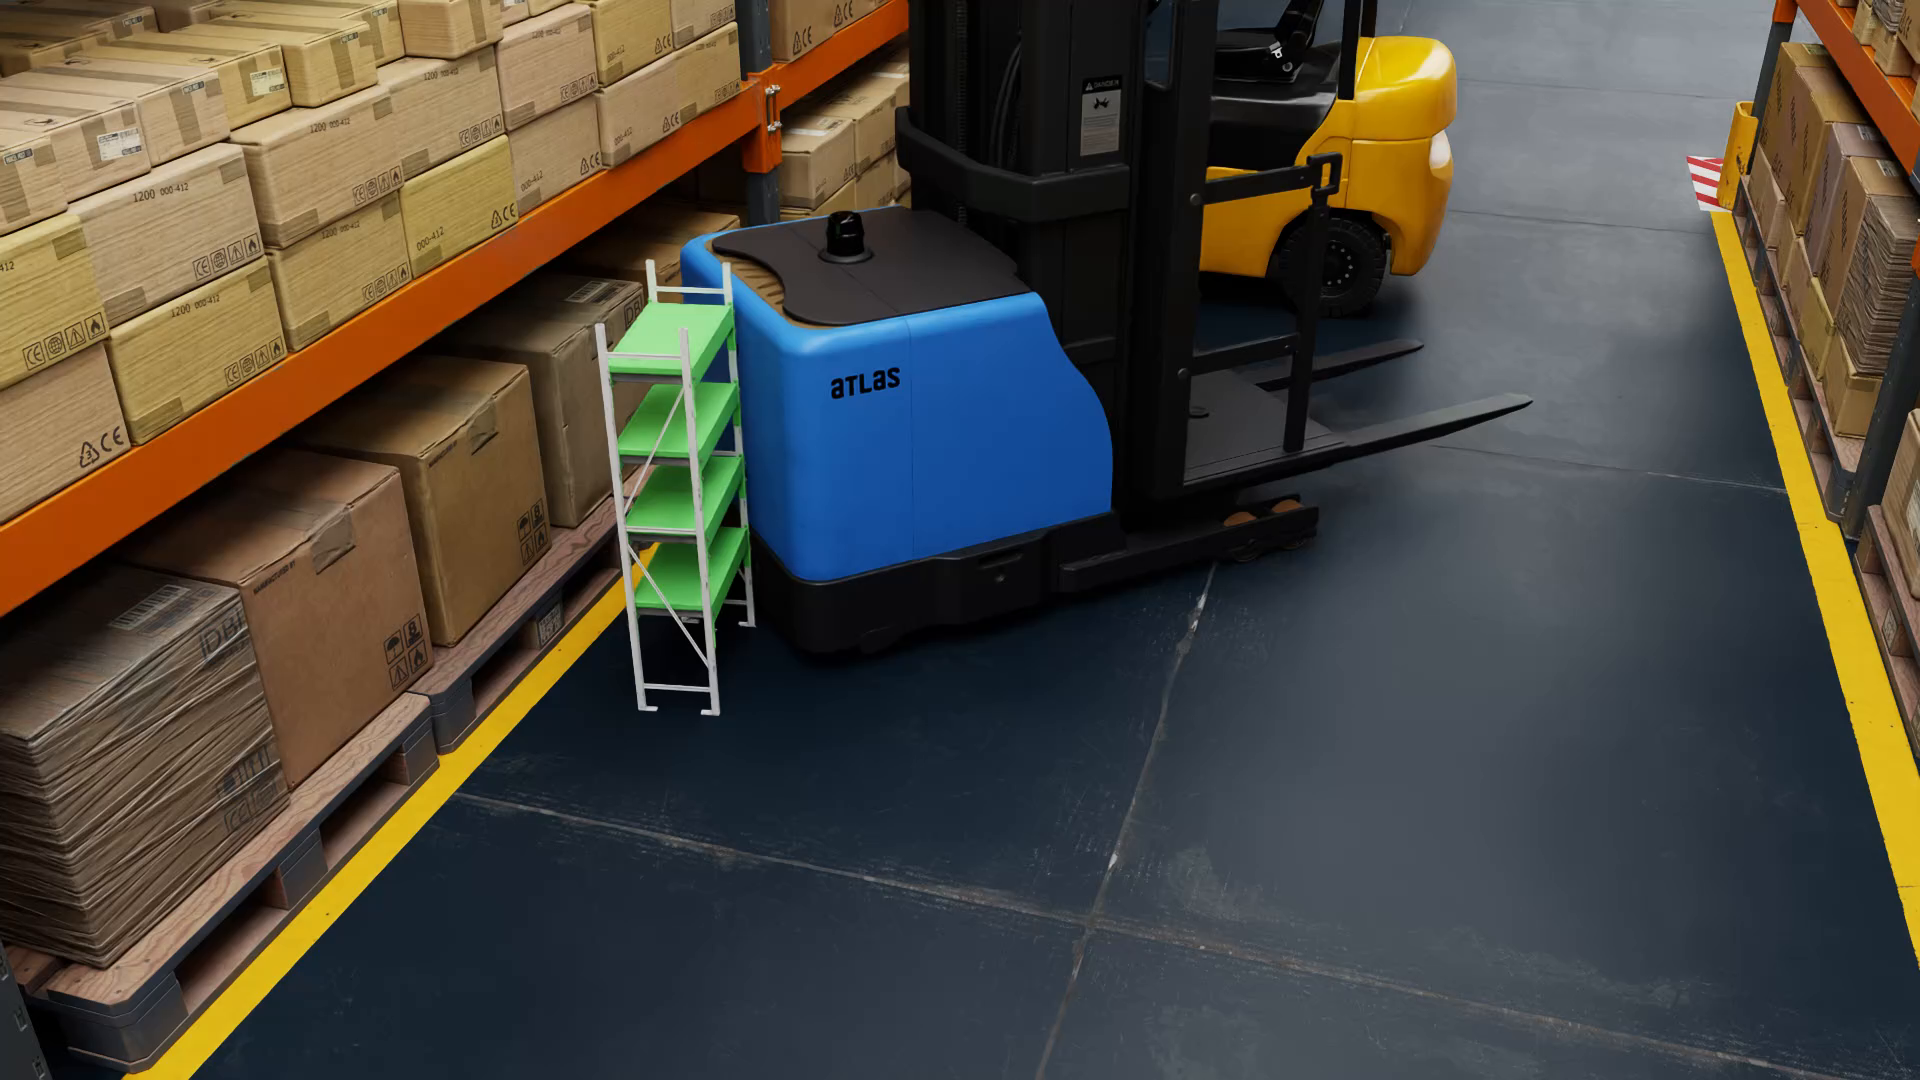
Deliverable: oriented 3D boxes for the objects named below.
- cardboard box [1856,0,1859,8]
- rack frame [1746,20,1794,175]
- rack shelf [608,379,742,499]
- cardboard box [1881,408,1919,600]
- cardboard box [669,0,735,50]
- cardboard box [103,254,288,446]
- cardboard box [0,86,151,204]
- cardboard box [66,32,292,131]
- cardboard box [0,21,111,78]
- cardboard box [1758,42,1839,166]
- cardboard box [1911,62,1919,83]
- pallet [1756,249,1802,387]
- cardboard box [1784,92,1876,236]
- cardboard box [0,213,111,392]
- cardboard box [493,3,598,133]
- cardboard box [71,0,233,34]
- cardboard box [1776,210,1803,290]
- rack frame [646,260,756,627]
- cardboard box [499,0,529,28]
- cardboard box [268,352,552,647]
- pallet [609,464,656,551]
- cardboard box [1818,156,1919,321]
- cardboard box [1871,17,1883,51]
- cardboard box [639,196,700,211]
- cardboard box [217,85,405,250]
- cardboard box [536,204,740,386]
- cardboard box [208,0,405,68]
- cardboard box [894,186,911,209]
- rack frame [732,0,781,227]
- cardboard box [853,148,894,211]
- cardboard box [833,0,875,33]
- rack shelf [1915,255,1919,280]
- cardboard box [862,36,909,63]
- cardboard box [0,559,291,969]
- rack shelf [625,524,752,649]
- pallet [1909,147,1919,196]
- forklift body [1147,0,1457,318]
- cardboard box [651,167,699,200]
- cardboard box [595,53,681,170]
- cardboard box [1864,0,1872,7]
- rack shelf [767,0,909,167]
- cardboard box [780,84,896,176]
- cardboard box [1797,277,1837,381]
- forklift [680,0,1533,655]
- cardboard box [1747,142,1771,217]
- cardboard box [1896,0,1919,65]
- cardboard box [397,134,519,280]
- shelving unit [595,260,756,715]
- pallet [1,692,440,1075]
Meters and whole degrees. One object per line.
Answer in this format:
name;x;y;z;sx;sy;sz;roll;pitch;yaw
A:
cardboard box;4.028;-2.284;7.028;0.380;0.149;0.250;10;30;17
rack frame;4.724;-3.121;8.274;1.000;3.000;0.127;8;30;15
rack shelf;-0.793;-0.296;4.685;0.258;0.148;0.480;3;29;5
cardboard box;3.398;-0.053;5.031;0.950;0.372;0.625;9;30;16
cardboard box;-1.096;-1.857;5.642;0.500;0.250;0.500;8;30;14
cardboard box;-1.854;-0.448;3.625;0.500;0.250;0.500;8;30;14
cardboard box;-1.867;-0.790;3.315;0.380;0.149;0.250;9;30;16
cardboard box;-1.757;-1.034;3.754;0.380;0.149;0.250;9;30;15
cardboard box;-2.207;-1.100;3.872;0.380;0.149;0.250;8;30;15
cardboard box;4.217;-2.084;8.035;0.500;0.500;0.500;7;30;13
cardboard box;3.657;-1.686;5.953;0.380;0.149;0.250;8;30;14
pallet;4.070;-0.929;7.203;1.003;0.211;1.213;8;30;15
cardboard box;3.912;-1.608;7.181;0.500;0.500;0.500;9;30;16
cardboard box;-1.983;-0.430;3.078;0.500;0.250;0.500;8;30;15
cardboard box;-1.396;-1.380;4.785;0.500;0.250;0.500;9;30;16
cardboard box;-2.036;-1.333;4.291;0.380;0.149;0.250;9;30;16
cardboard box;3.918;-1.276;7.354;0.500;0.250;0.500;11;31;18
rack frame;-0.768;-0.260;4.983;0.240;1.200;0.015;3;29;5
cardboard box;-1.431;-1.507;4.604;0.380;0.149;0.250;9;30;15
cardboard box;-1.792;-0.161;4.964;0.875;0.625;0.625;7;30;13
pallet;-1.375;-0.402;6.255;1.003;0.211;1.213;8;30;15
cardboard box;3.615;-1.121;6.305;0.500;0.500;0.500;9;30;16
cardboard box;3.752;-1.932;6.396;0.380;0.149;0.250;8;30;14
cardboard box;-1.249;-1.424;7.107;0.500;0.250;0.500;8;30;14
cardboard box;-1.687;-0.907;3.935;0.500;0.250;0.500;8;30;14
cardboard box;-1.339;-0.870;6.239;0.875;0.625;0.625;10;31;17
cardboard box;-1.642;-1.279;4.193;0.380;0.149;0.250;8;30;15
cardboard box;-0.467;-1.607;7.950;0.500;0.250;0.500;9;30;16
rack frame;-1.196;-1.968;6.203;1.000;3.000;0.127;8;30;15
cardboard box;-0.613;-1.584;7.394;0.500;0.250;0.500;8;30;15
cardboard box;-0.679;-2.426;6.922;0.500;0.500;0.500;9;30;16
rack shelf;2.963;-0.018;3.437;1.077;0.370;4.000;8;30;15
cardboard box;-0.298;-2.279;8.130;0.500;0.250;0.500;8;30;14
cardboard box;-2.174;0.457;3.854;0.875;0.625;0.625;9;30;16
rack shelf;-0.793;0.124;4.919;0.258;0.148;0.480;3;29;5
pallet;3.187;-0.844;4.378;1.003;0.211;1.213;8;30;15
forklift body;1.165;-2.315;7.699;2.313;2.155;1.214;8;30;15
cardboard box;-1.237;-1.644;6.987;0.500;0.250;0.500;9;30;16
cardboard box;-1.236;-1.397;5.330;0.500;0.250;0.500;8;30;15
cardboard box;3.881;-2.398;6.567;0.500;0.500;0.500;8;30;14
rack shelf;-0.609;-2.584;8.049;1.077;0.370;4.000;8;30;15
cardboard box;-0.594;-1.804;7.274;0.500;0.250;0.500;9;30;15
cardboard box;3.613;-0.806;6.509;0.500;0.250;0.500;8;30;14
forklift;0.651;-1.421;5.289;3.031;2.935;1.130;-14;32;-23
cardboard box;4.223;-1.767;8.238;0.500;0.250;0.500;8;30;14
cardboard box;3.587;-1.918;5.703;0.500;0.500;0.500;10;30;17
cardboard box;-1.556;-0.930;4.490;0.500;0.250;0.500;9;30;16
shelving unit;-0.793;-0.142;4.771;0.258;1.200;0.503;3;29;5
pallet;-2.091;0.732;4.217;1.003;0.211;1.213;8;30;15
